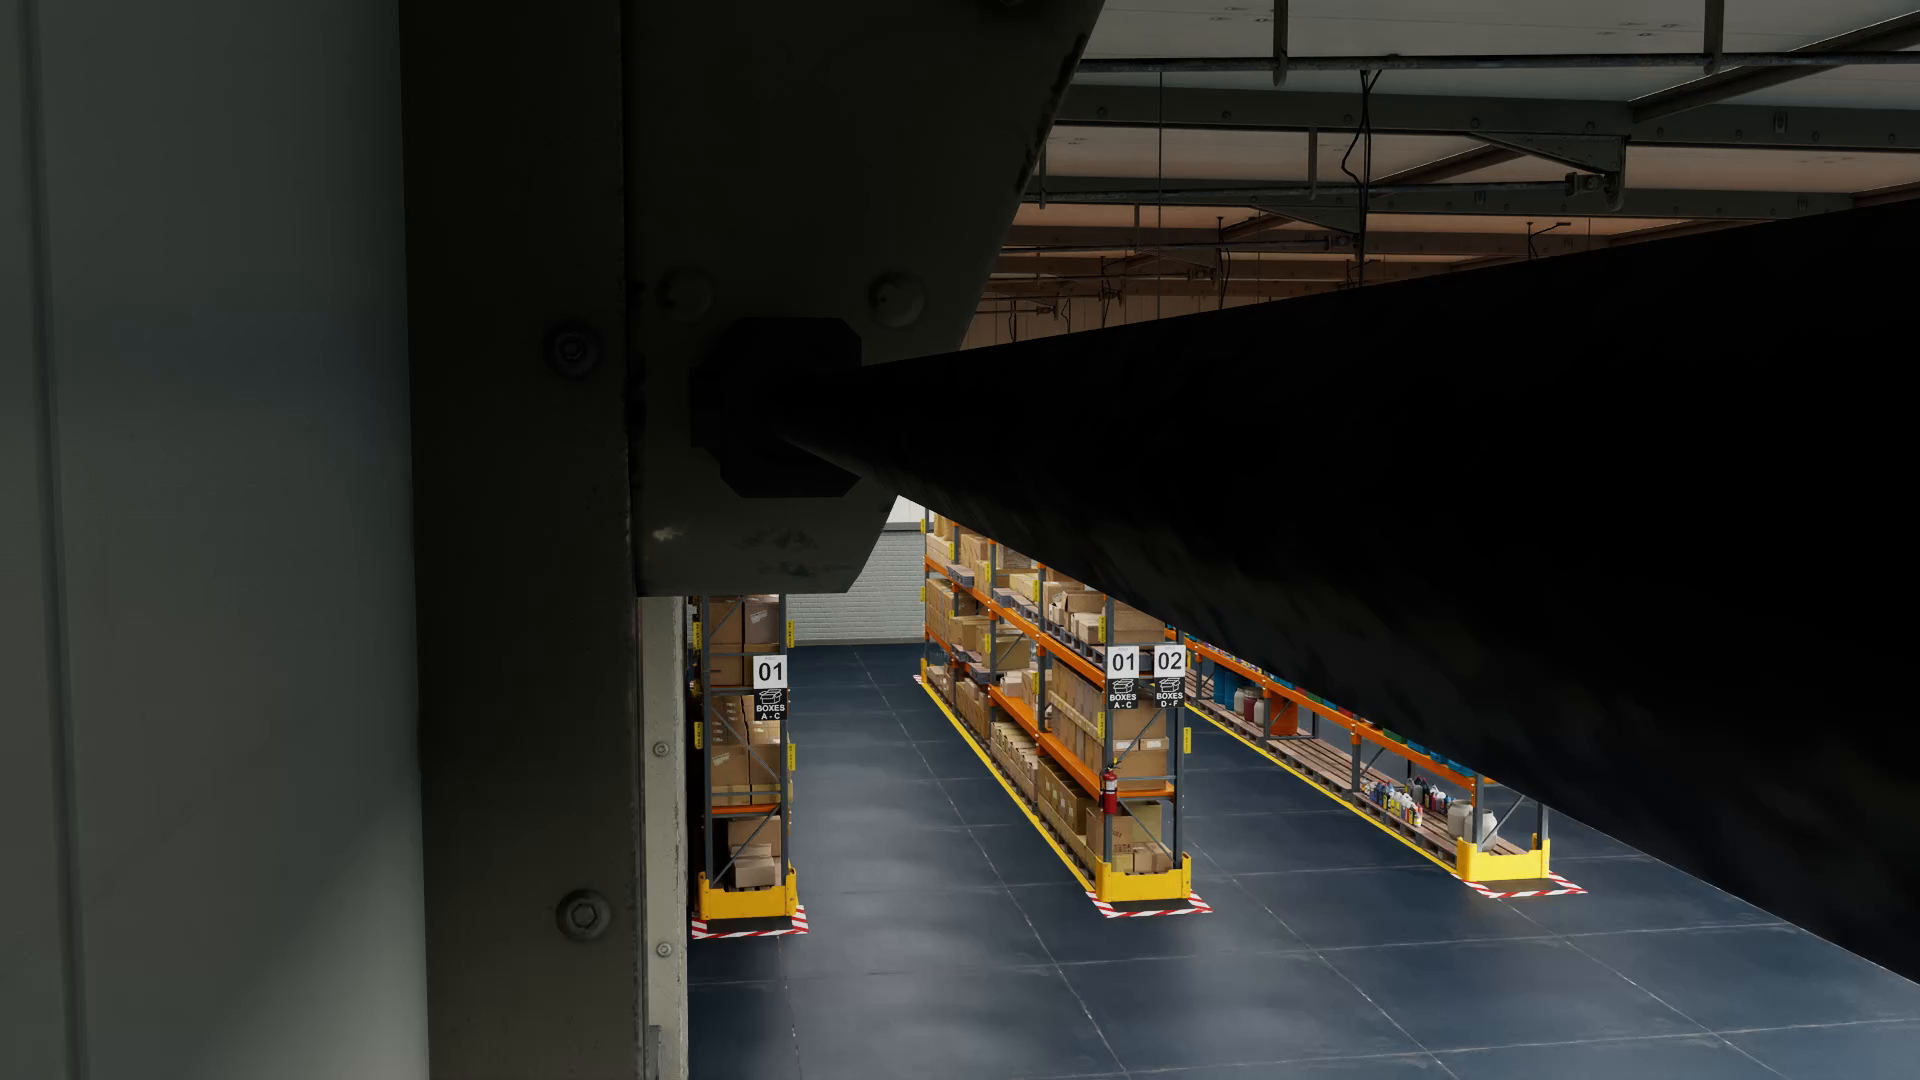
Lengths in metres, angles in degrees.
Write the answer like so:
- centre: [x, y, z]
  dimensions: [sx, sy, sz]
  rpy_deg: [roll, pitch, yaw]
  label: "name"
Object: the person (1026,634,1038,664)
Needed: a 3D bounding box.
- centre: [1.414, 1.934, 37.143]
  dimensions: [0.670, 1.712, 0.687]
  rpy_deg: [3, 6, 31]
  label: "person"
